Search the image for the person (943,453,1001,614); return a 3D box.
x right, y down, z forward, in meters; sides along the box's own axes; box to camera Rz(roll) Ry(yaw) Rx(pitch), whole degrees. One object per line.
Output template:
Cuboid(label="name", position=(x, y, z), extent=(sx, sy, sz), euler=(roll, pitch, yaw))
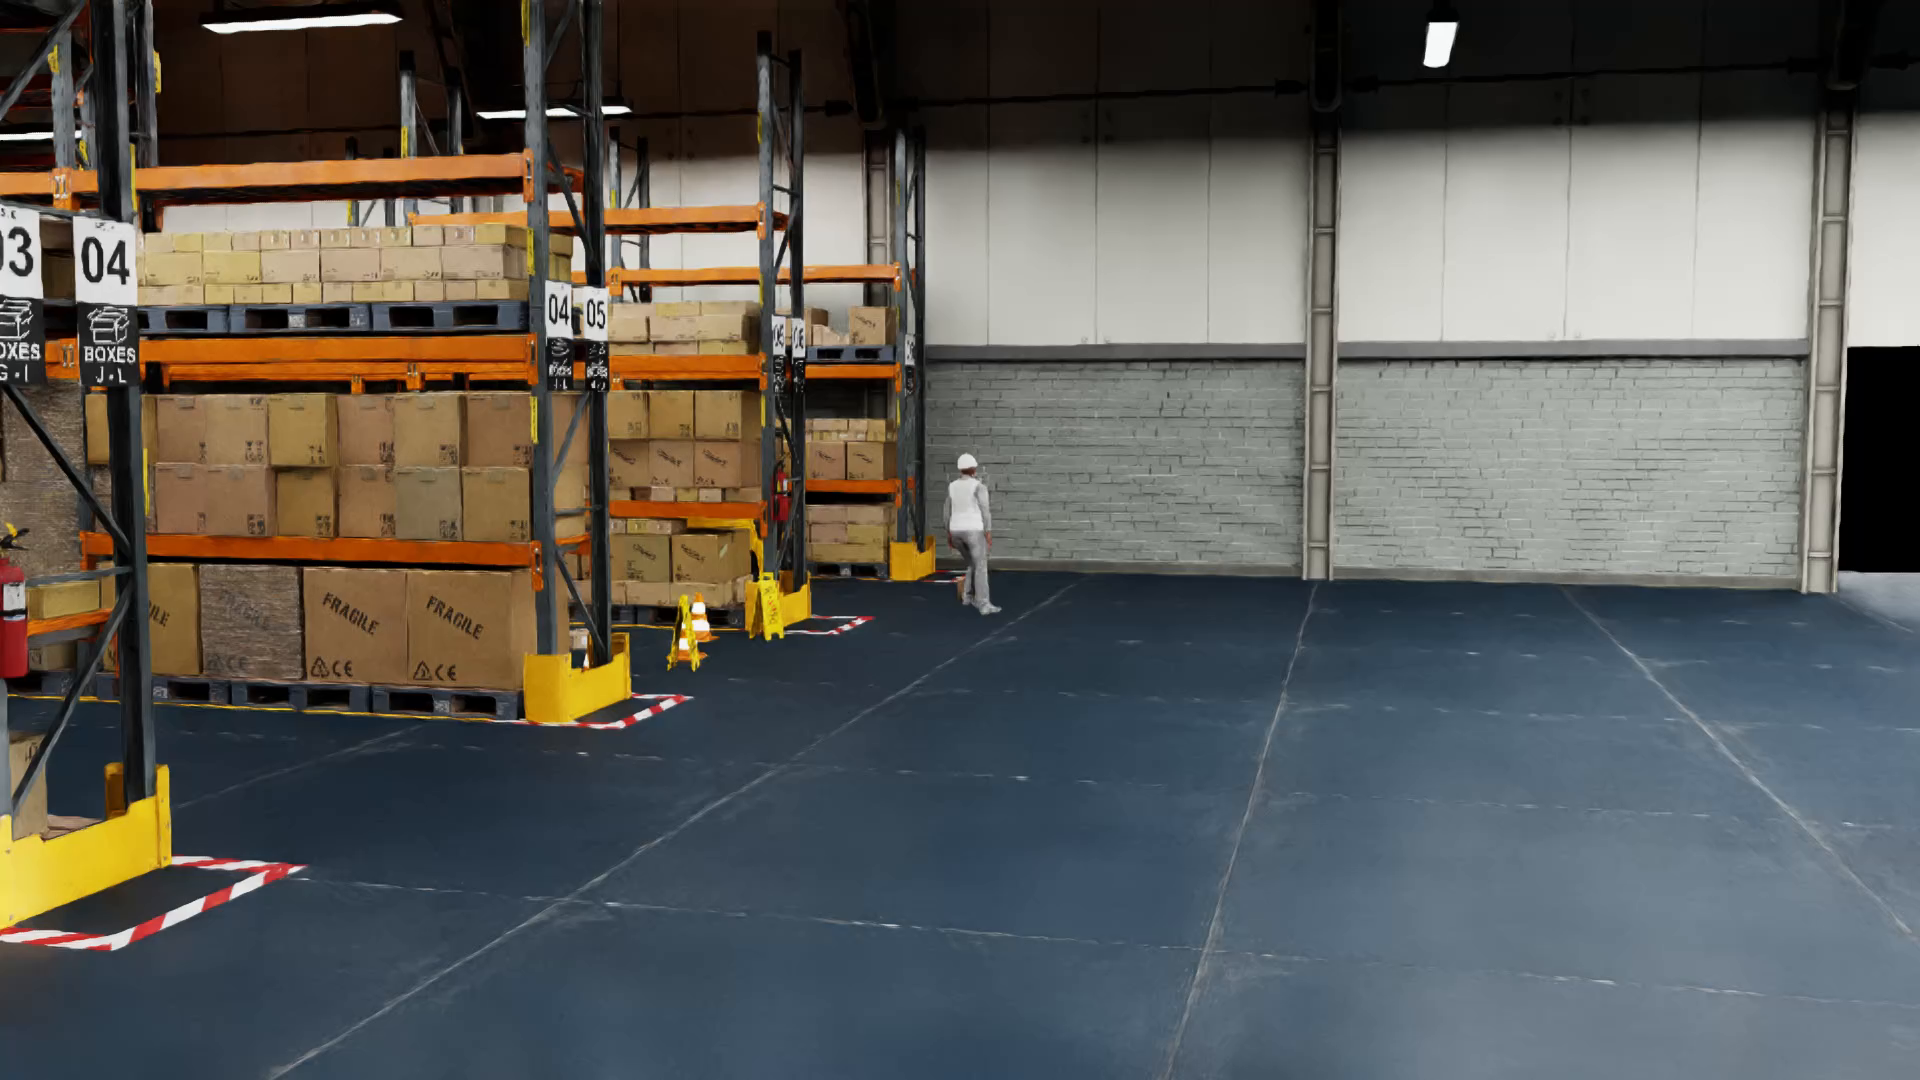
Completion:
Cuboid(label="person", position=(0.139, -0.081, 18.352), extent=(0.657, 1.747, 0.426), euler=(4, 6, 39))
